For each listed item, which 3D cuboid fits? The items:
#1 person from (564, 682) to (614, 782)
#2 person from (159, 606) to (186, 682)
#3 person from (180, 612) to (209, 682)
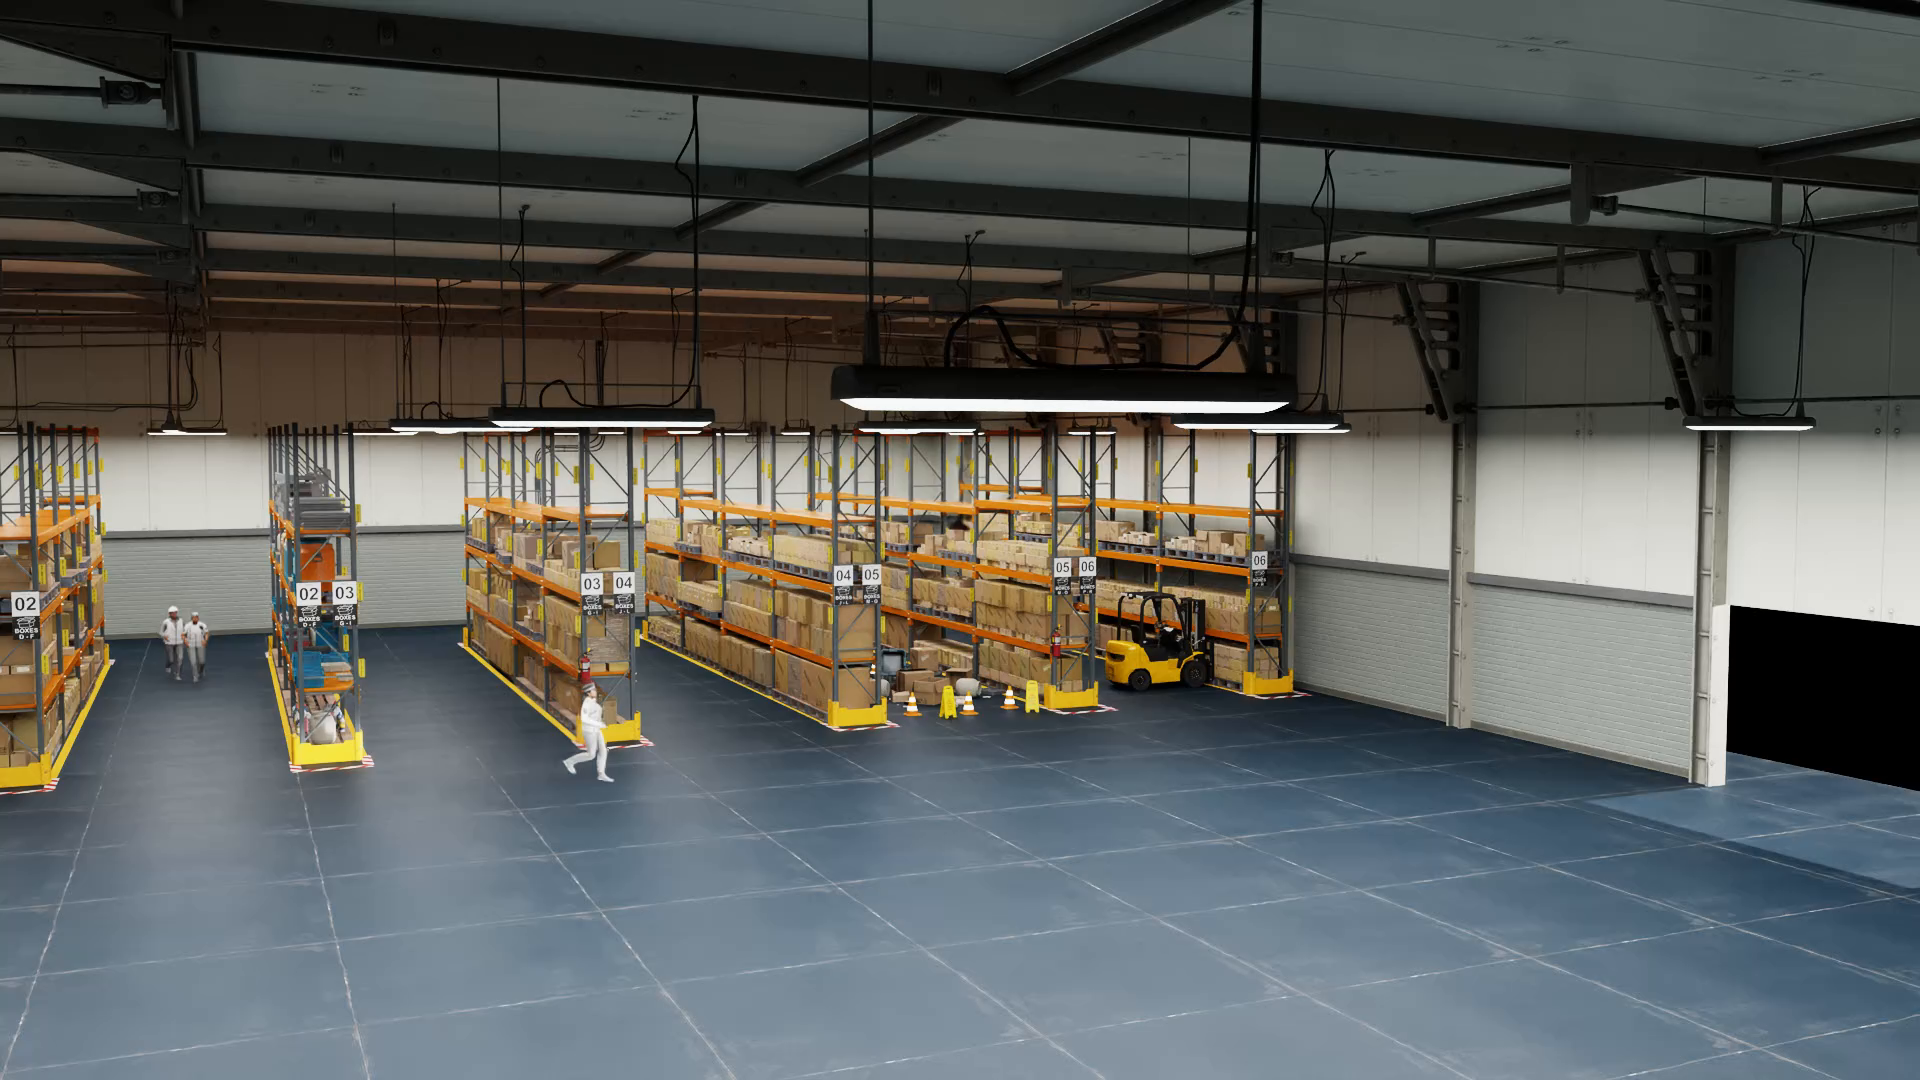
[{"bbox_3d":[-6.186,3.203,27.724,0.822,1.693,0.617,0,3,3],"label":"person"},{"bbox_3d":[-18.651,2.453,39.461,0.642,1.766,0.837,-3,4,-39],"label":"person"},{"bbox_3d":[-18.073,2.518,39.272,0.607,1.639,0.550,-2,4,-27],"label":"person"}]
